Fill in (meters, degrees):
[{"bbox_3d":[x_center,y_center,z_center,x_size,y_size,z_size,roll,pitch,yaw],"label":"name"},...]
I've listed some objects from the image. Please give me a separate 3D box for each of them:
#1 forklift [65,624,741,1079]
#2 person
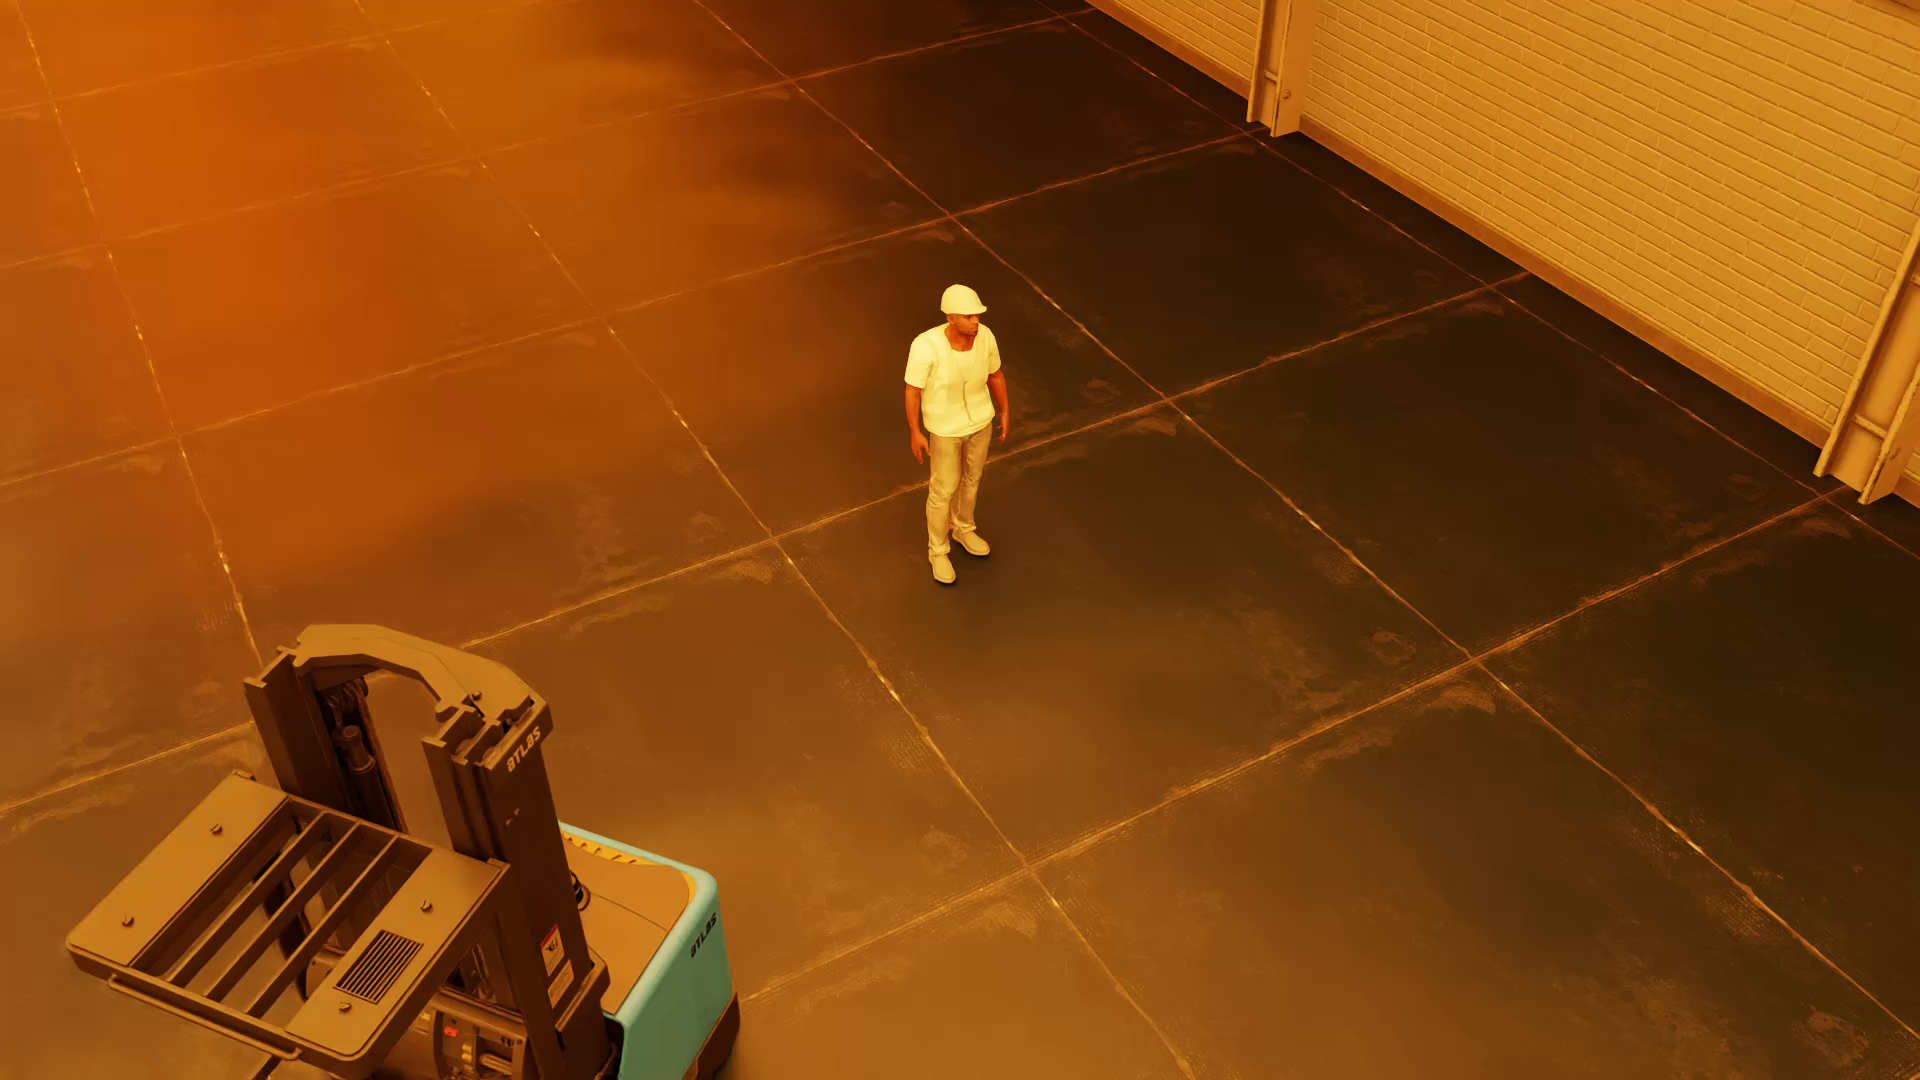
[{"bbox_3d":[-2.024,1.857,5.797,1.130,2.935,3.031,15,42,17],"label":"forklift"},{"bbox_3d":[0.029,-0.645,9.715,0.665,1.765,0.576,-20,44,-23],"label":"person"}]
